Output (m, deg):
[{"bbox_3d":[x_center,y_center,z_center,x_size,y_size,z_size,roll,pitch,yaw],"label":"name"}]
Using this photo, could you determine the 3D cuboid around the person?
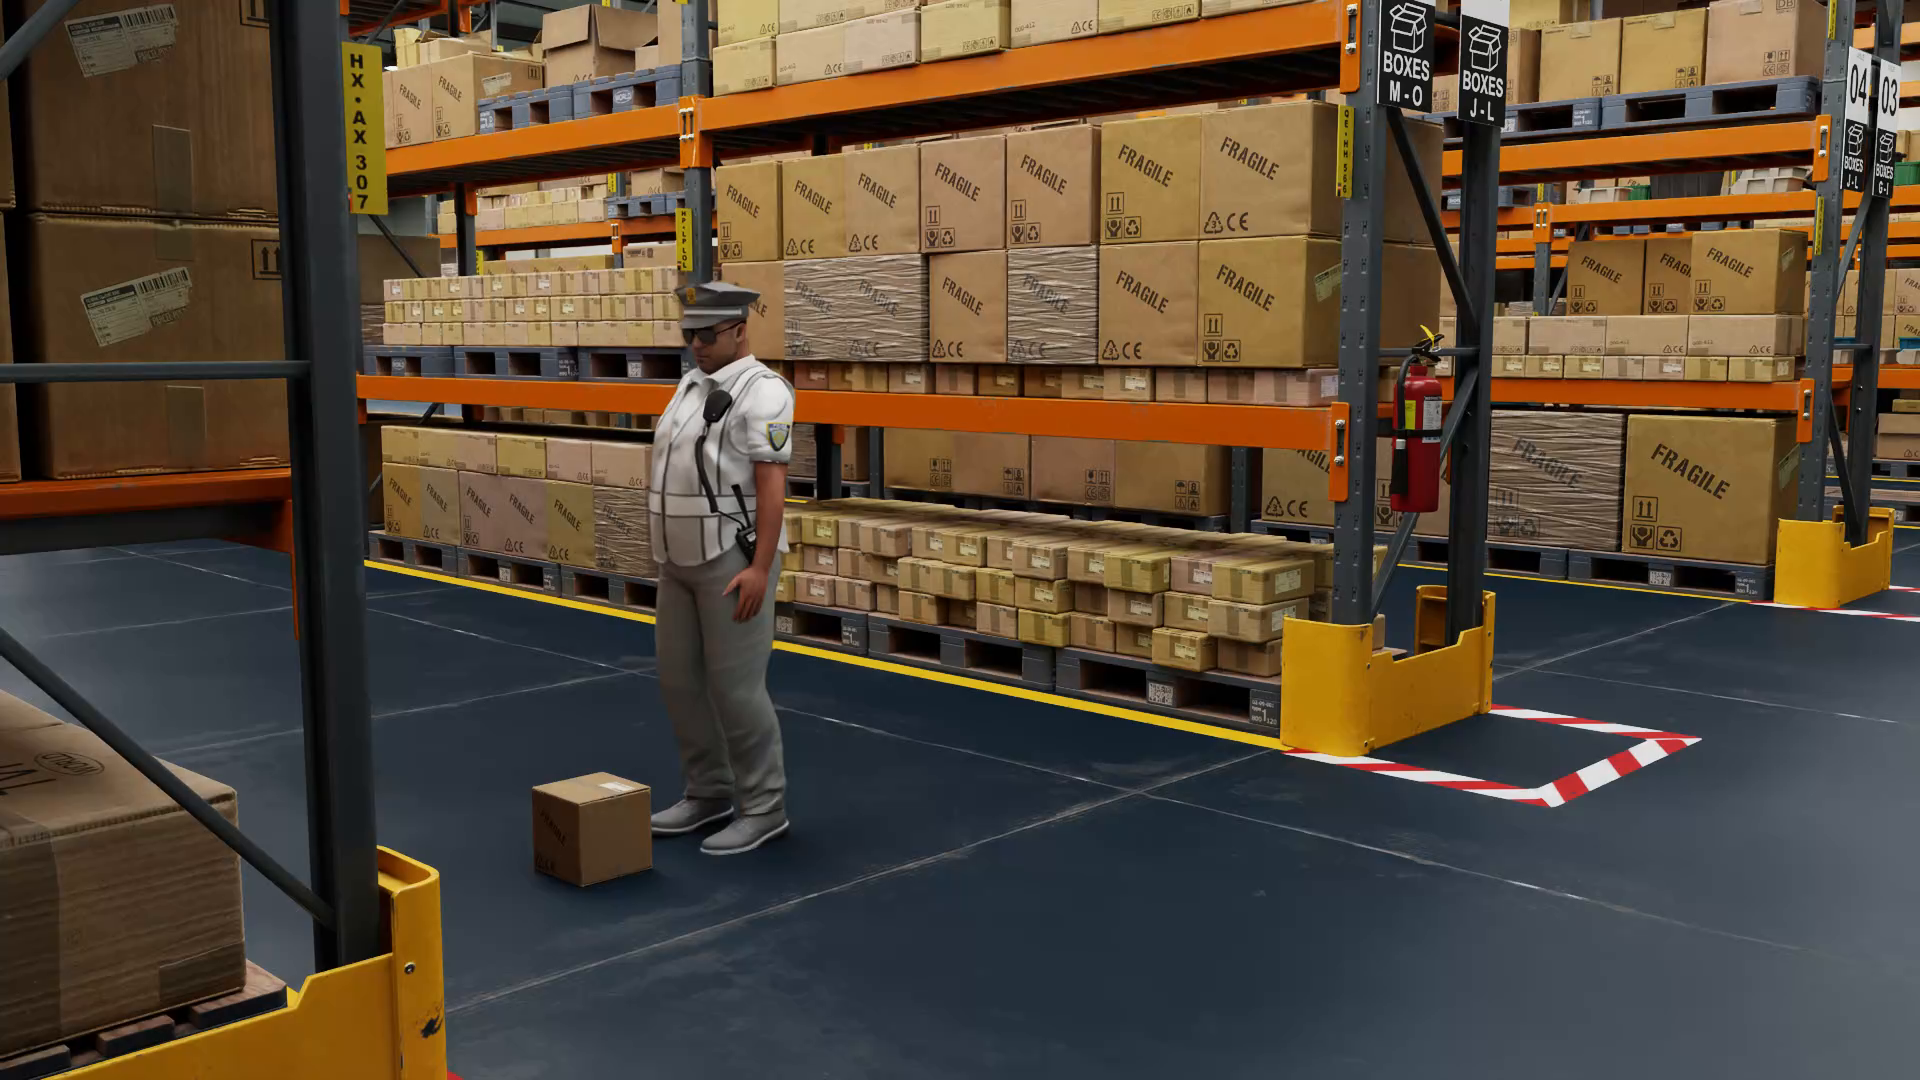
[{"bbox_3d":[-0.746,0.081,5.170,0.529,1.751,0.392,7,10,44],"label":"person"}]
